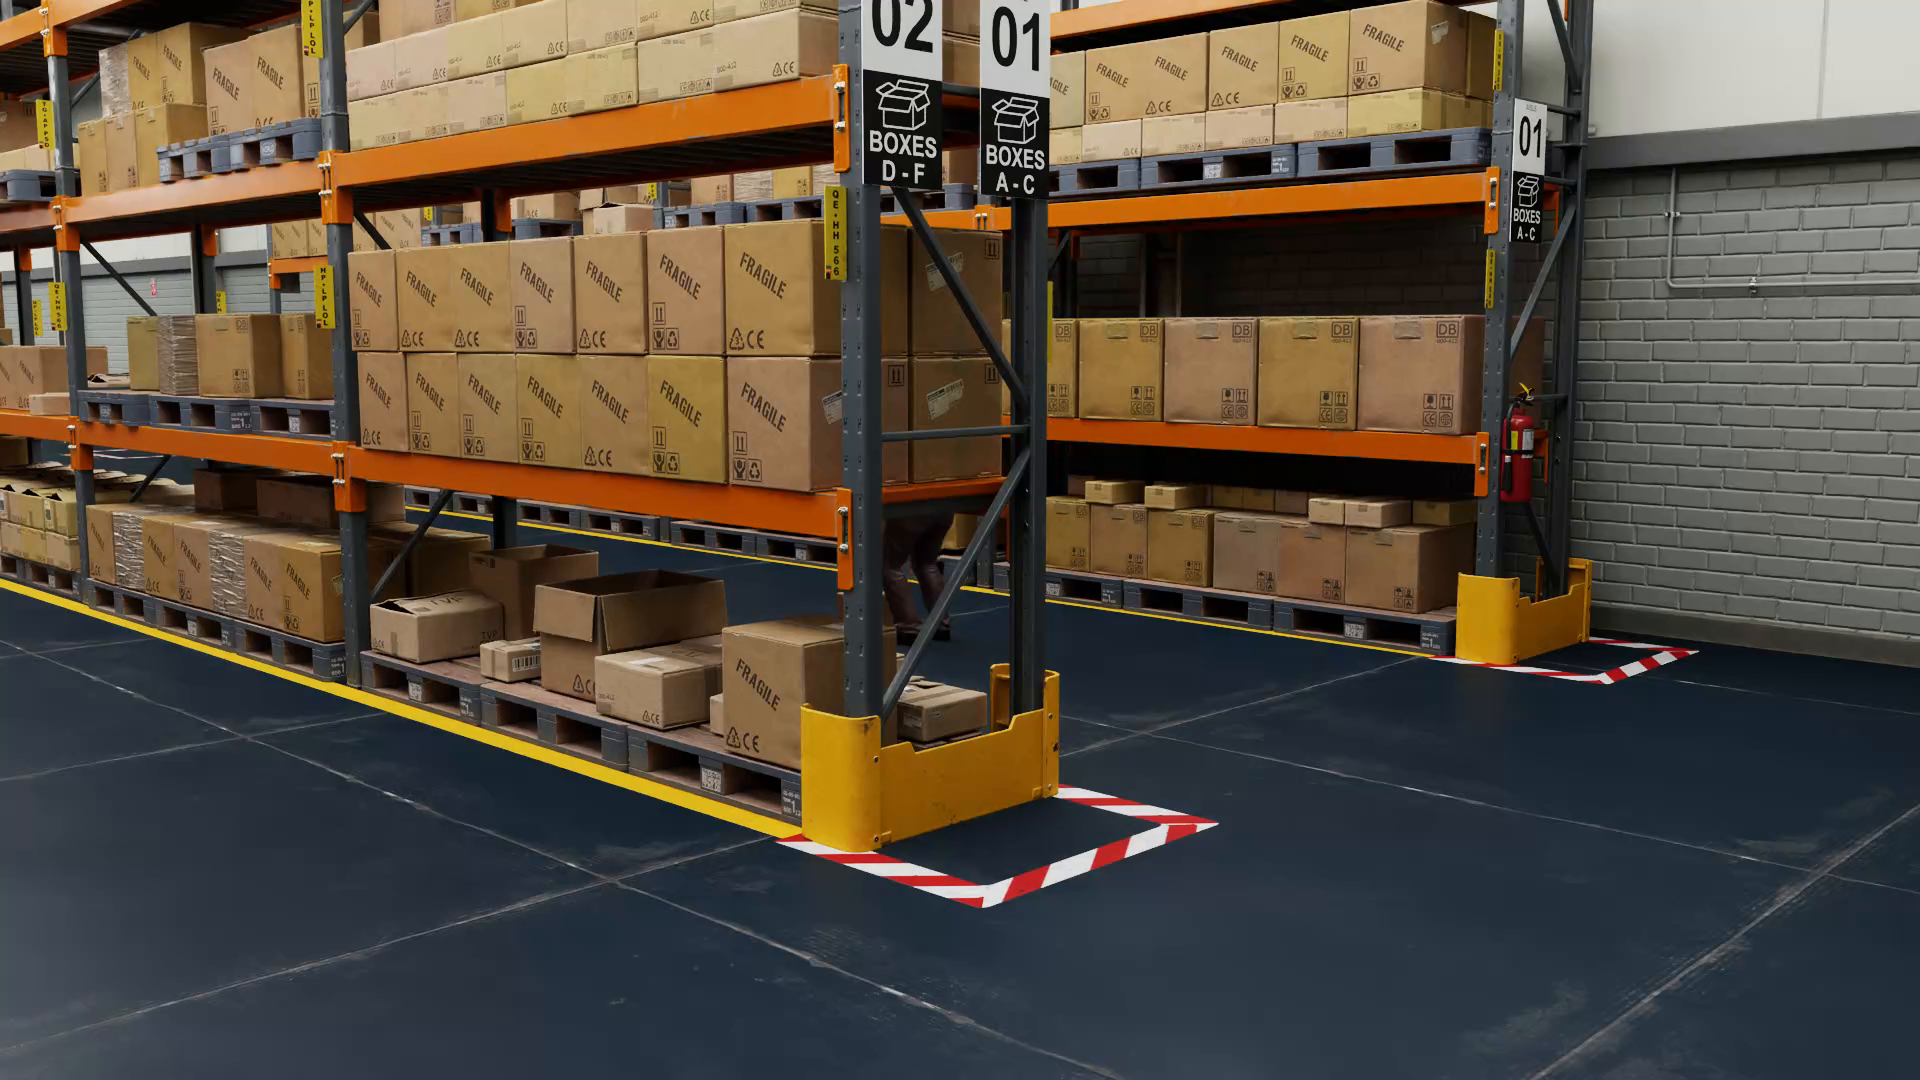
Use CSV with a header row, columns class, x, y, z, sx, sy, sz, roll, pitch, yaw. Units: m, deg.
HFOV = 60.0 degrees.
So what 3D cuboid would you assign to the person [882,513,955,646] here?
class,x,y,z,sx,sy,sz,roll,pitch,yaw
person,-0.288,-0.190,10.209,0.563,1.658,0.420,-7,10,-44
